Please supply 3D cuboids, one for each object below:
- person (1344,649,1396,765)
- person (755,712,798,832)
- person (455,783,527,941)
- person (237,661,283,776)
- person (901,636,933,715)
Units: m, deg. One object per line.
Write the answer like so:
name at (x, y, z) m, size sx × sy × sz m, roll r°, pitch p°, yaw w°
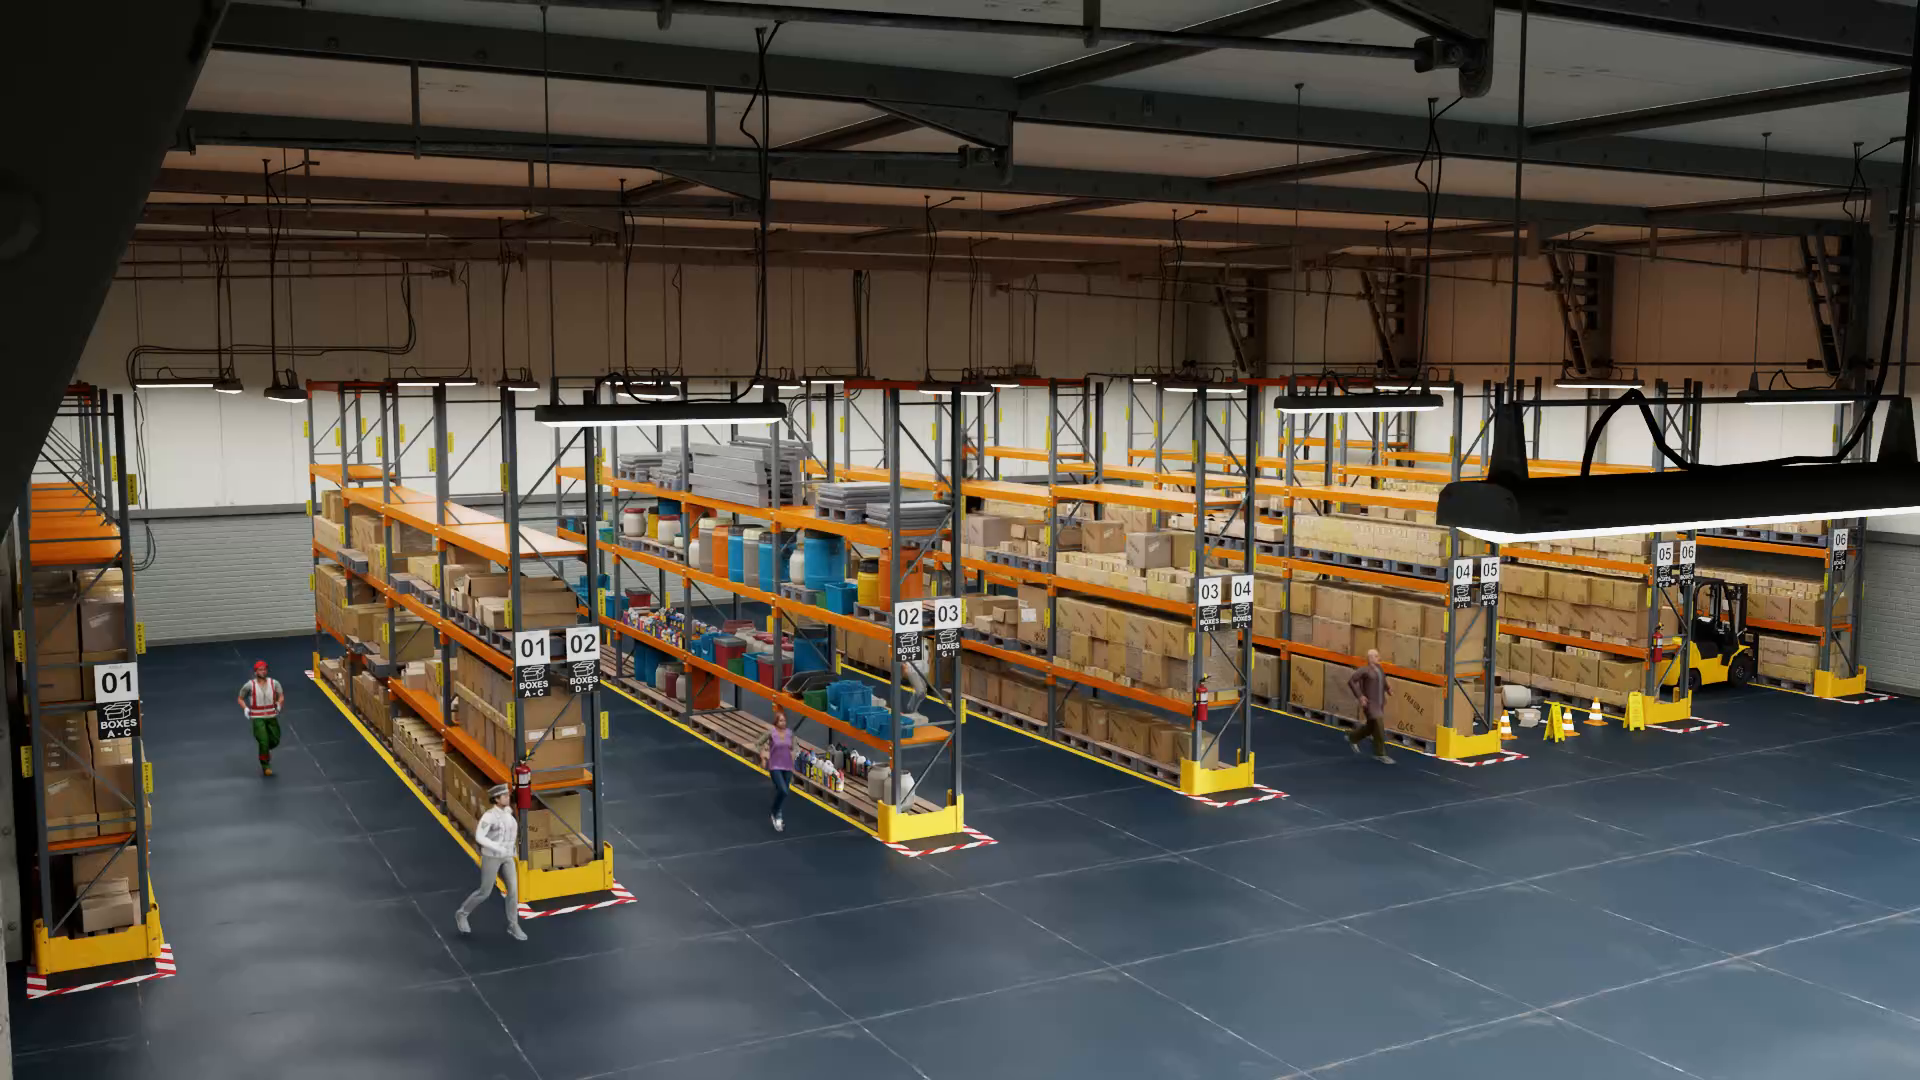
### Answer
person at (6.547, 2.666, 26.509) m, size 0.981 × 1.688 × 0.722 m, roll 6°, pitch 9°, yaw 45°
person at (-2.443, 3.139, 22.582) m, size 0.503 × 1.614 × 0.682 m, roll -4°, pitch 7°, yaw -35°
person at (-5.100, 3.532, 18.463) m, size 0.918 × 1.671 × 0.675 m, roll 3°, pitch 7°, yaw 27°
person at (-10.774, 2.735, 25.688) m, size 0.661 × 1.746 × 0.767 m, roll -5°, pitch 8°, yaw -37°
person at (-0.730, 2.368, 29.550) m, size 0.582 × 1.644 × 0.626 m, roll -5°, pitch 8°, yaw -38°
